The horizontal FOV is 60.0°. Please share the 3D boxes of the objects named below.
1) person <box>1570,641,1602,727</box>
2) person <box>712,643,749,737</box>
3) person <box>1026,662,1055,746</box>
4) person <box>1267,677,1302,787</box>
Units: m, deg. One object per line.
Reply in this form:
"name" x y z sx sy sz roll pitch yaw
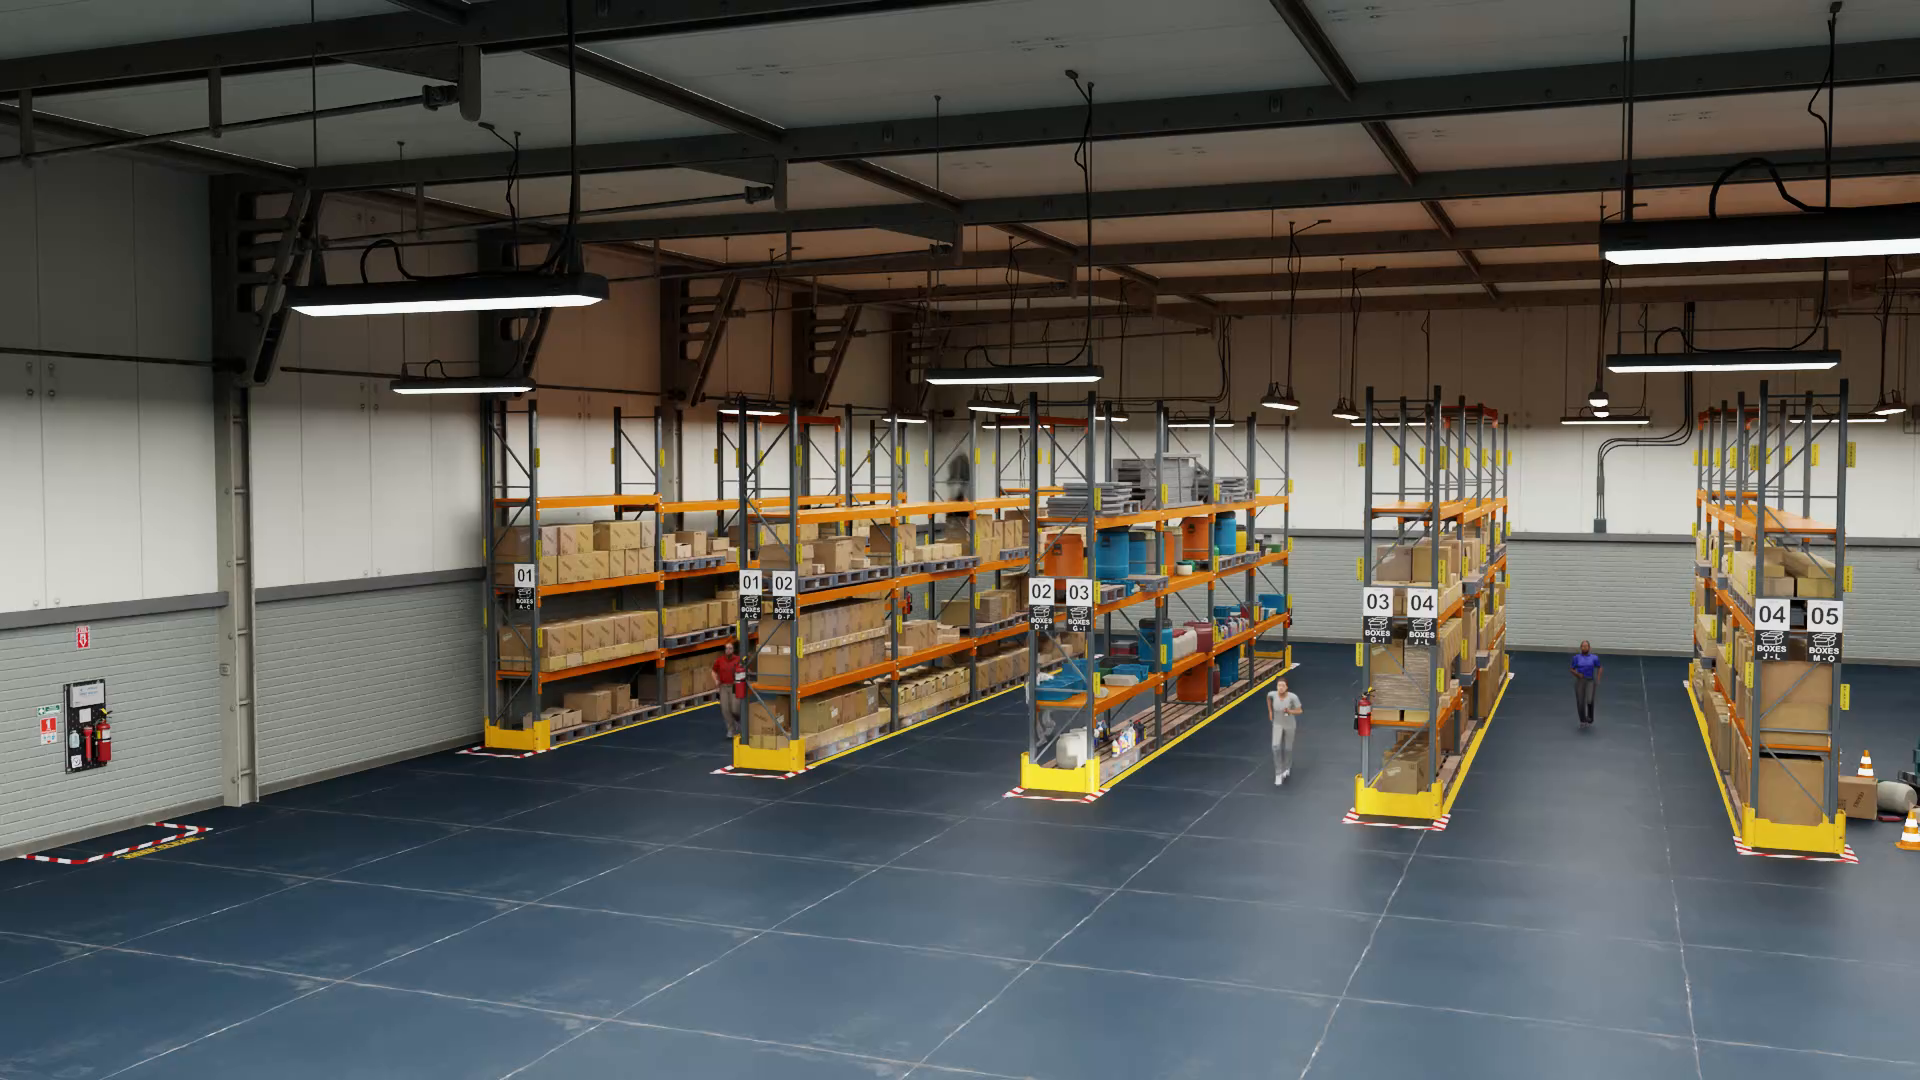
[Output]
"person" 11.585 2.675 30.775 0.562 1.618 0.562 1 3 21
"person" -4.141 2.687 29.877 0.667 1.692 0.600 0 3 6
"person" 1.473 2.838 29.064 0.626 1.511 0.963 1 3 27
"person" 5.008 2.921 25.659 0.562 1.665 0.924 1 3 16
